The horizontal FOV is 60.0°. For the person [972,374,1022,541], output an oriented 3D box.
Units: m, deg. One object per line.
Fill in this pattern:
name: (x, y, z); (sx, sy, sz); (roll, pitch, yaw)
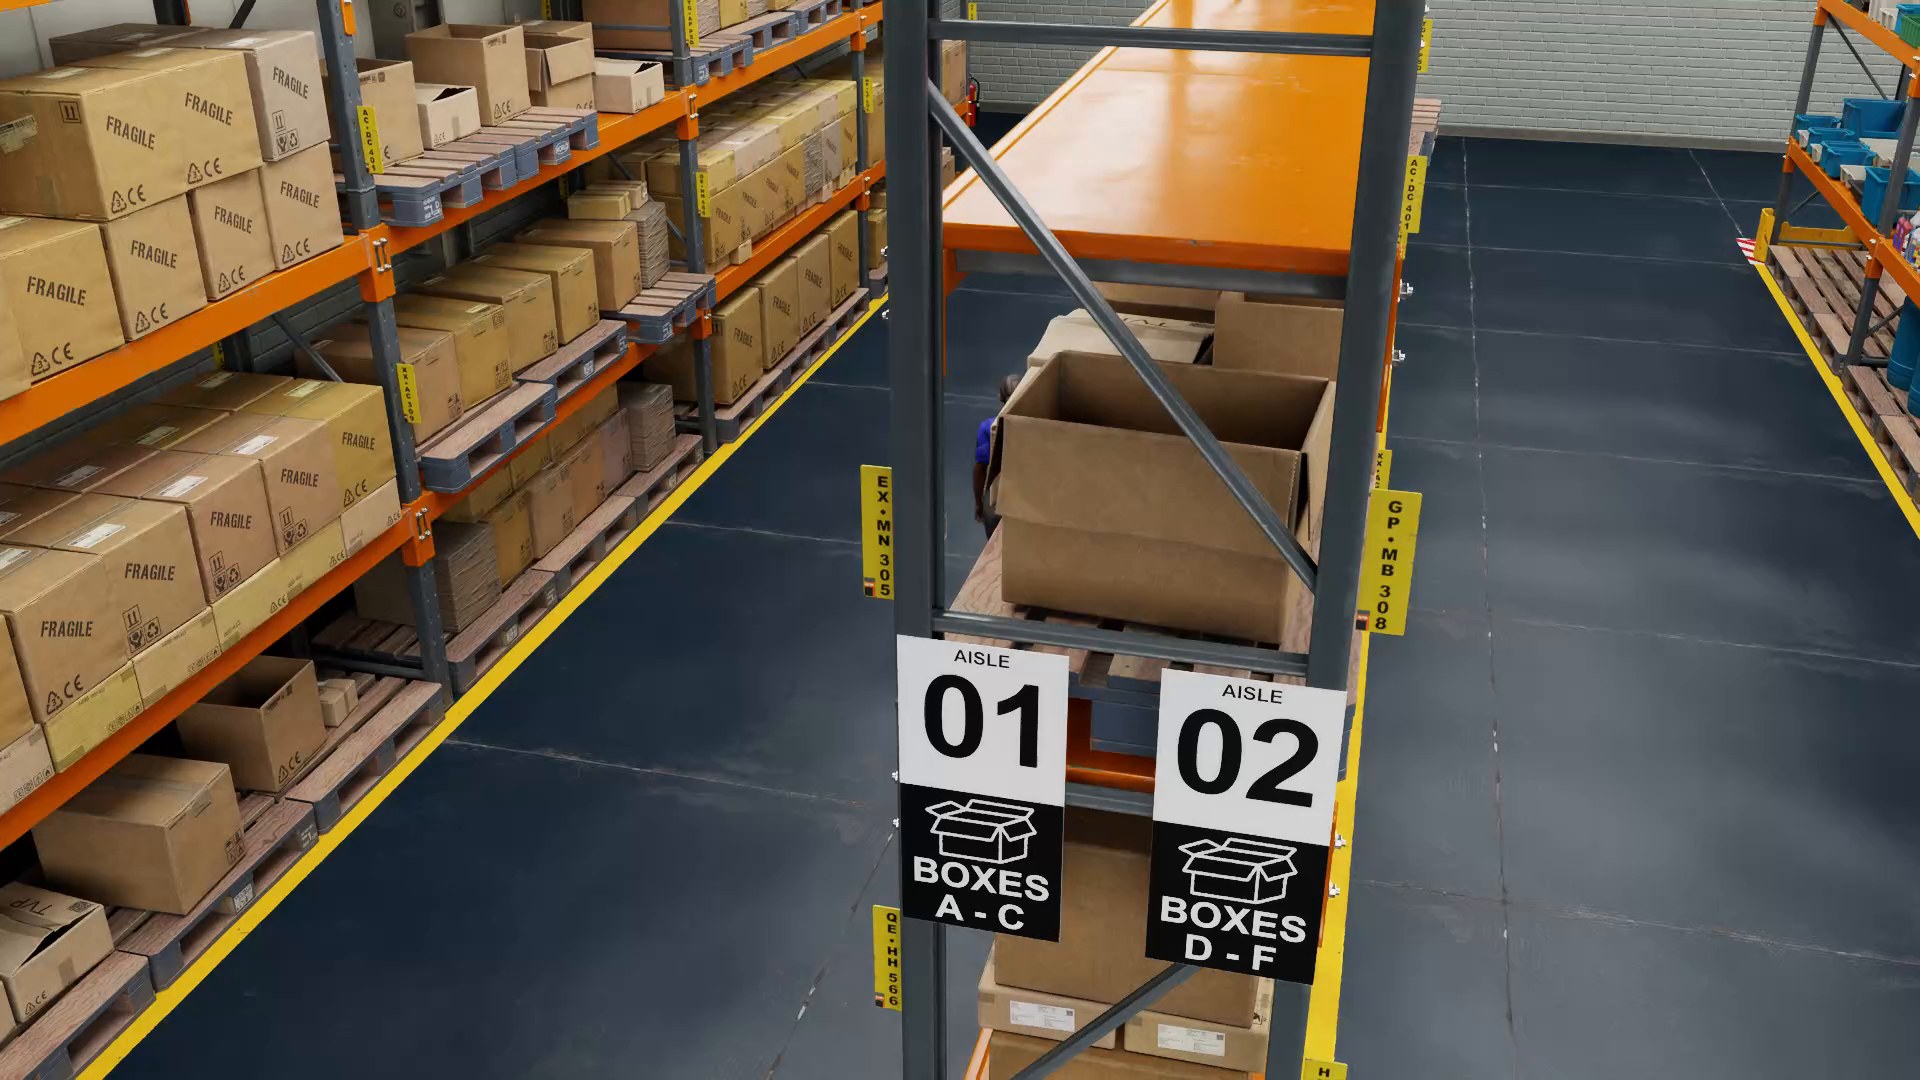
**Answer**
person: (0.341, -0.214, 10.152); (0.514, 1.653, 0.402); (6, 26, 12)
